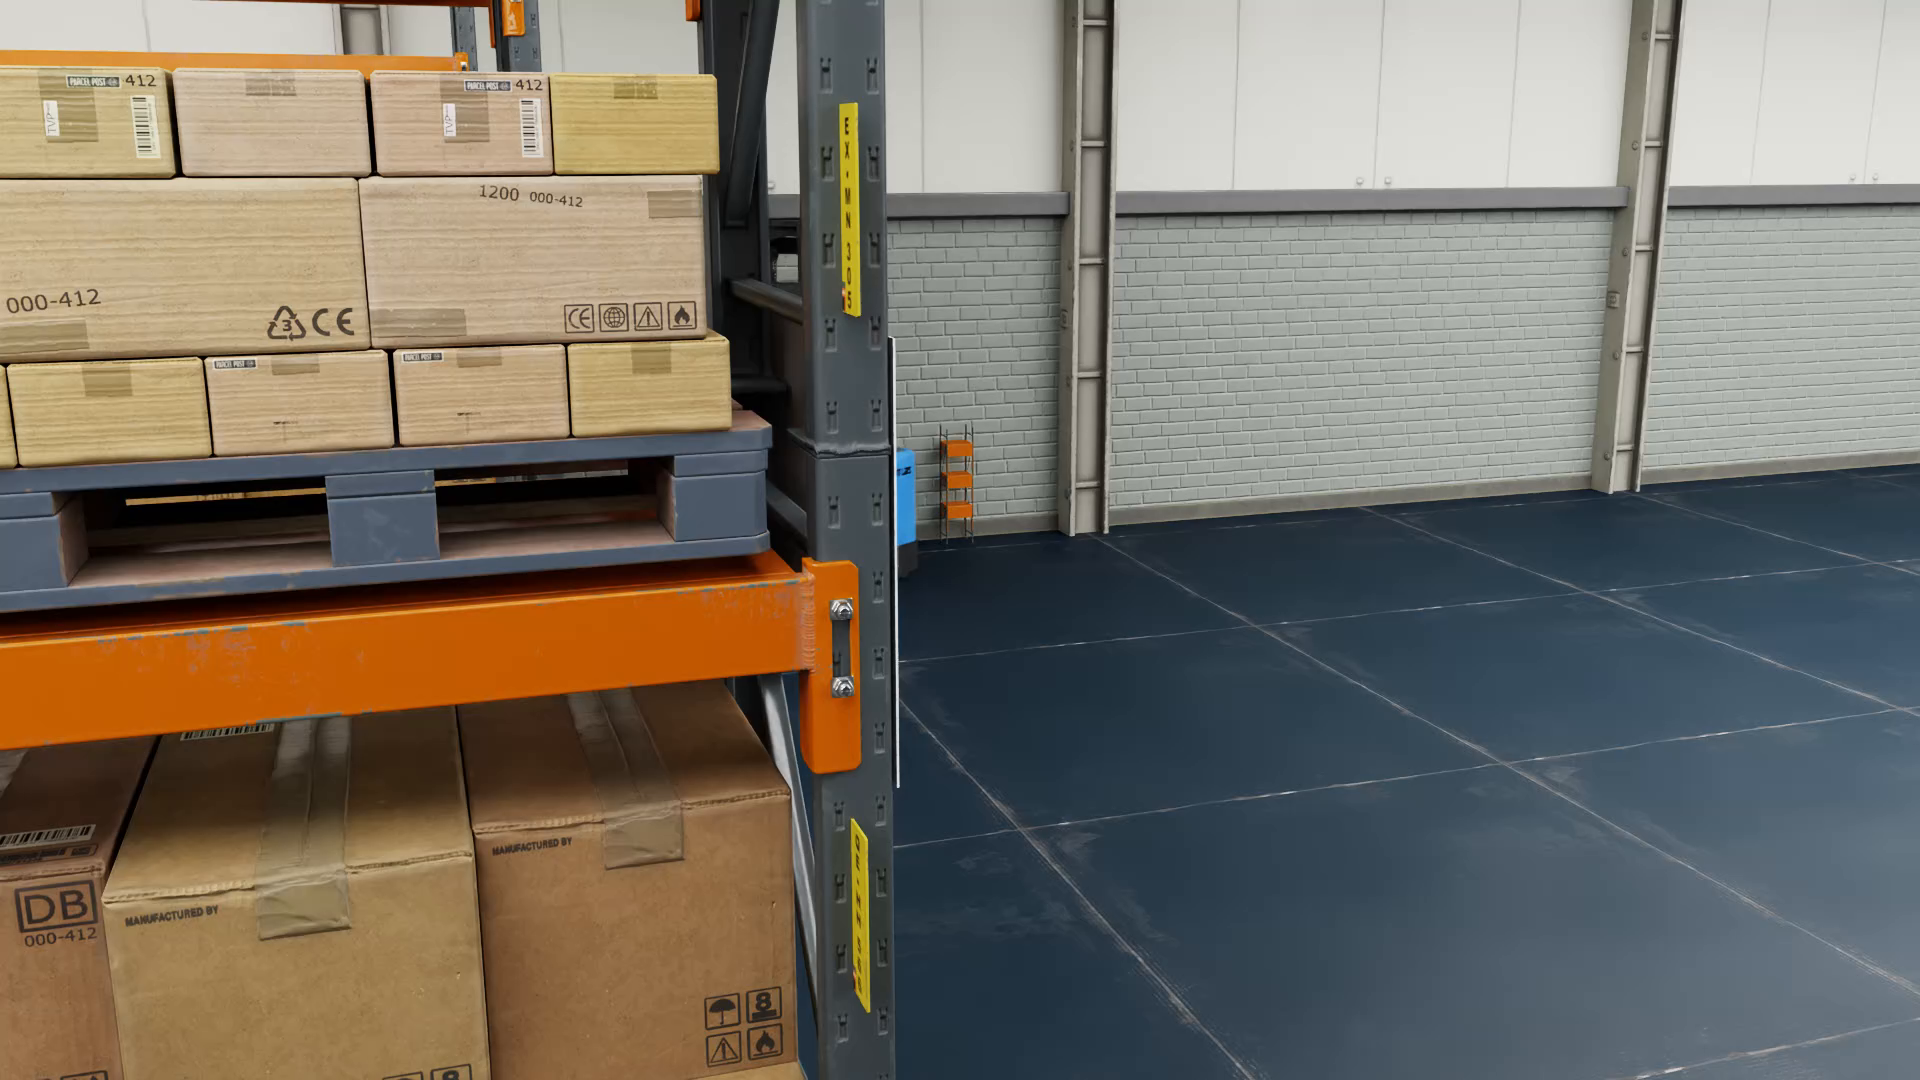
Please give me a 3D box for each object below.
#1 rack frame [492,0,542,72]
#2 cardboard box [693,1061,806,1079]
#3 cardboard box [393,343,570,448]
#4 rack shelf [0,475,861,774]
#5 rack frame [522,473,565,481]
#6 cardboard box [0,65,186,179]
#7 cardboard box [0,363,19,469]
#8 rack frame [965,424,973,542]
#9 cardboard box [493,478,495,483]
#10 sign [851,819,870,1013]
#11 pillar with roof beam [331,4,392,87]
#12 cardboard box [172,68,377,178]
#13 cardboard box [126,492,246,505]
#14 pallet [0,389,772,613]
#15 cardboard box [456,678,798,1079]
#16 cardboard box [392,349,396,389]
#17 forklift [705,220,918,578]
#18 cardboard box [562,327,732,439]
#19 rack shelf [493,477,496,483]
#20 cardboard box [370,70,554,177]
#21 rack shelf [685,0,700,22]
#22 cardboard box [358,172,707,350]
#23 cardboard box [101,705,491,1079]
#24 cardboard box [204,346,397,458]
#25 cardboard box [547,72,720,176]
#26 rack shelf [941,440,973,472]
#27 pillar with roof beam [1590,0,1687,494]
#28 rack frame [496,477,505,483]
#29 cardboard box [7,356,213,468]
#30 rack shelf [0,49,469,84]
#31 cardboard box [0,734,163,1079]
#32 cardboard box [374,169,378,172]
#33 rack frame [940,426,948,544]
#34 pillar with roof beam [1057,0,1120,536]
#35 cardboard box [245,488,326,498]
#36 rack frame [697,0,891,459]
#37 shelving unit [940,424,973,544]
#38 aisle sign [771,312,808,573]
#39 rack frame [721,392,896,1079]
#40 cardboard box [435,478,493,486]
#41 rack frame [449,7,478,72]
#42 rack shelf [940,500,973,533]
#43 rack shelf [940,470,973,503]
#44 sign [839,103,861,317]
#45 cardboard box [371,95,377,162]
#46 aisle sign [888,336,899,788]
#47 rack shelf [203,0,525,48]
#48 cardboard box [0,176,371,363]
[{"bbox_3d":[-2.009,-2.784,7.402,0.127,3.000,1.000,-4,14,-18],"label":"rack frame"},{"bbox_3d":[-0.671,1.177,3.389,0.550,0.550,0.875,-4,14,-18],"label":"cardboard box"},{"bbox_3d":[-0.780,-0.260,2.692,0.250,0.149,0.380,-4,14,-18],"label":"cardboard box"},{"bbox_3d":[-2.230,0.251,2.679,4.000,0.370,1.077,-4,14,-18],"label":"rack shelf"},{"bbox_3d":[-2.009,0.134,8.096,0.127,3.000,1.000,-4,14,-18],"label":"rack frame"},{"bbox_3d":[-1.270,-0.610,2.438,0.250,0.149,0.380,-4,14,-17],"label":"cardboard box"},{"bbox_3d":[-1.506,-0.204,2.454,0.250,0.149,0.380,-5,14,-19],"label":"cardboard box"},{"bbox_3d":[0.082,-0.511,15.017,0.008,1.050,0.200,-5,15,-19],"label":"rack frame"},{"bbox_3d":[-2.546,-0.085,8.159,0.500,0.500,0.500,-5,14,-19],"label":"cardboard box"},{"bbox_3d":[-0.174,0.654,2.898,0.005,0.325,0.100,-4,14,-18],"label":"sign"},{"bbox_3d":[-3.170,-3.075,8.623,0.400,9.000,9.100,-4,14,-18],"label":"pillar with roof beam"},{"bbox_3d":[-1.025,-0.629,2.520,0.250,0.149,0.380,-4,14,-17],"label":"cardboard box"},{"bbox_3d":[-3.356,-0.364,7.172,0.500,0.500,0.700,-5,14,-19],"label":"cardboard box"},{"bbox_3d":[-1.034,-0.147,2.987,1.213,0.211,1.003,-4,14,-18],"label":"pallet"},{"bbox_3d":[-0.698,0.633,3.342,0.550,0.550,0.875,-4,14,-18],"label":"cardboard box"},{"bbox_3d":[-1.003,-0.404,3.295,0.250,0.149,0.380,-4,14,-18],"label":"cardboard box"},{"bbox_3d":[-1.658,-0.927,12.705,1.130,2.935,3.031,10,17,37],"label":"forklift"},{"bbox_3d":[-0.541,-0.279,2.770,0.250,0.149,0.380,-4,14,-18],"label":"cardboard box"},{"bbox_3d":[-5.491,-0.457,12.135,4.000,0.370,1.077,-4,14,-18],"label":"rack shelf"},{"bbox_3d":[-0.782,-0.648,2.599,0.250,0.149,0.380,-4,14,-18],"label":"cardboard box"},{"bbox_3d":[-2.230,-1.014,2.378,4.000,0.370,1.077,-4,14,-18],"label":"rack shelf"},{"bbox_3d":[-0.709,-0.474,2.730,0.500,0.250,0.500,-4,14,-17],"label":"cardboard box"},{"bbox_3d":[-1.190,0.694,3.086,0.550,0.550,0.875,-4,14,-18],"label":"cardboard box"},{"bbox_3d":[-1.023,-0.241,2.612,0.250,0.149,0.380,-4,14,-17],"label":"cardboard box"},{"bbox_3d":[-0.545,-0.666,2.676,0.250,0.149,0.380,-4,14,-18],"label":"cardboard box"},{"bbox_3d":[-0.032,-0.767,14.913,0.240,0.259,0.215,-5,15,-19],"label":"rack shelf"},{"bbox_3d":[8.204,-3.960,12.347,0.400,9.000,9.100,-4,14,-18],"label":"pillar with roof beam"},{"bbox_3d":[-3.595,-0.954,12.672,0.127,3.000,1.000,-4,14,-18],"label":"rack frame"},{"bbox_3d":[-1.263,-0.223,2.534,0.250,0.149,0.380,-4,14,-18],"label":"cardboard box"},{"bbox_3d":[-5.491,-3.181,11.487,4.000,0.370,1.077,-4,14,-18],"label":"rack shelf"},{"bbox_3d":[-1.764,0.705,3.038,0.550,0.550,0.875,-4,14,-18],"label":"cardboard box"},{"bbox_3d":[-0.873,-0.592,3.226,0.500,0.250,0.500,-4,14,-18],"label":"cardboard box"},{"bbox_3d":[-0.148,-0.492,14.938,0.008,1.050,0.200,-5,15,-19],"label":"rack frame"},{"bbox_3d":[2.517,-3.518,10.485,0.400,9.000,9.100,-4,14,-18],"label":"pillar with roof beam"},{"bbox_3d":[-2.905,-0.424,7.425,0.500,0.500,0.700,-4,14,-18],"label":"cardboard box"},{"bbox_3d":[-0.334,-1.706,2.869,0.127,3.000,1.000,-4,14,-18],"label":"rack frame"},{"bbox_3d":[-0.033,-0.501,14.978,0.252,1.050,0.215,-5,15,-19],"label":"shelving unit"},{"bbox_3d":[-0.363,-0.123,3.561,0.004,0.787,0.394,-4,14,-18],"label":"aisle sign"},{"bbox_3d":[-0.334,1.212,3.564,0.127,3.000,1.000,-4,14,-18],"label":"rack frame"},{"bbox_3d":[-2.423,-0.460,7.575,0.500,0.500,0.700,-5,14,-19],"label":"cardboard box"},{"bbox_3d":[-3.595,-3.873,11.978,0.127,3.000,1.000,-4,14,-18],"label":"rack frame"},{"bbox_3d":[-0.033,-0.221,15.046,0.240,0.259,0.215,-5,15,-19],"label":"rack shelf"},{"bbox_3d":[-0.033,-0.491,14.980,0.240,0.259,0.215,-5,15,-19],"label":"rack shelf"},{"bbox_3d":[-0.174,-0.519,2.618,0.005,0.325,0.100,-4,14,-18],"label":"sign"},{"bbox_3d":[-1.232,-0.773,3.126,0.250,0.149,0.380,-5,14,-19],"label":"cardboard box"},{"bbox_3d":[-0.171,0.008,3.008,0.004,0.787,0.394,-4,14,-18],"label":"aisle sign"},{"bbox_3d":[-3.904,-2.285,6.865,4.000,0.370,1.077,-4,14,-18],"label":"rack shelf"},{"bbox_3d":[-1.183,-0.437,2.575,0.500,0.250,0.500,-4,14,-18],"label":"cardboard box"}]
